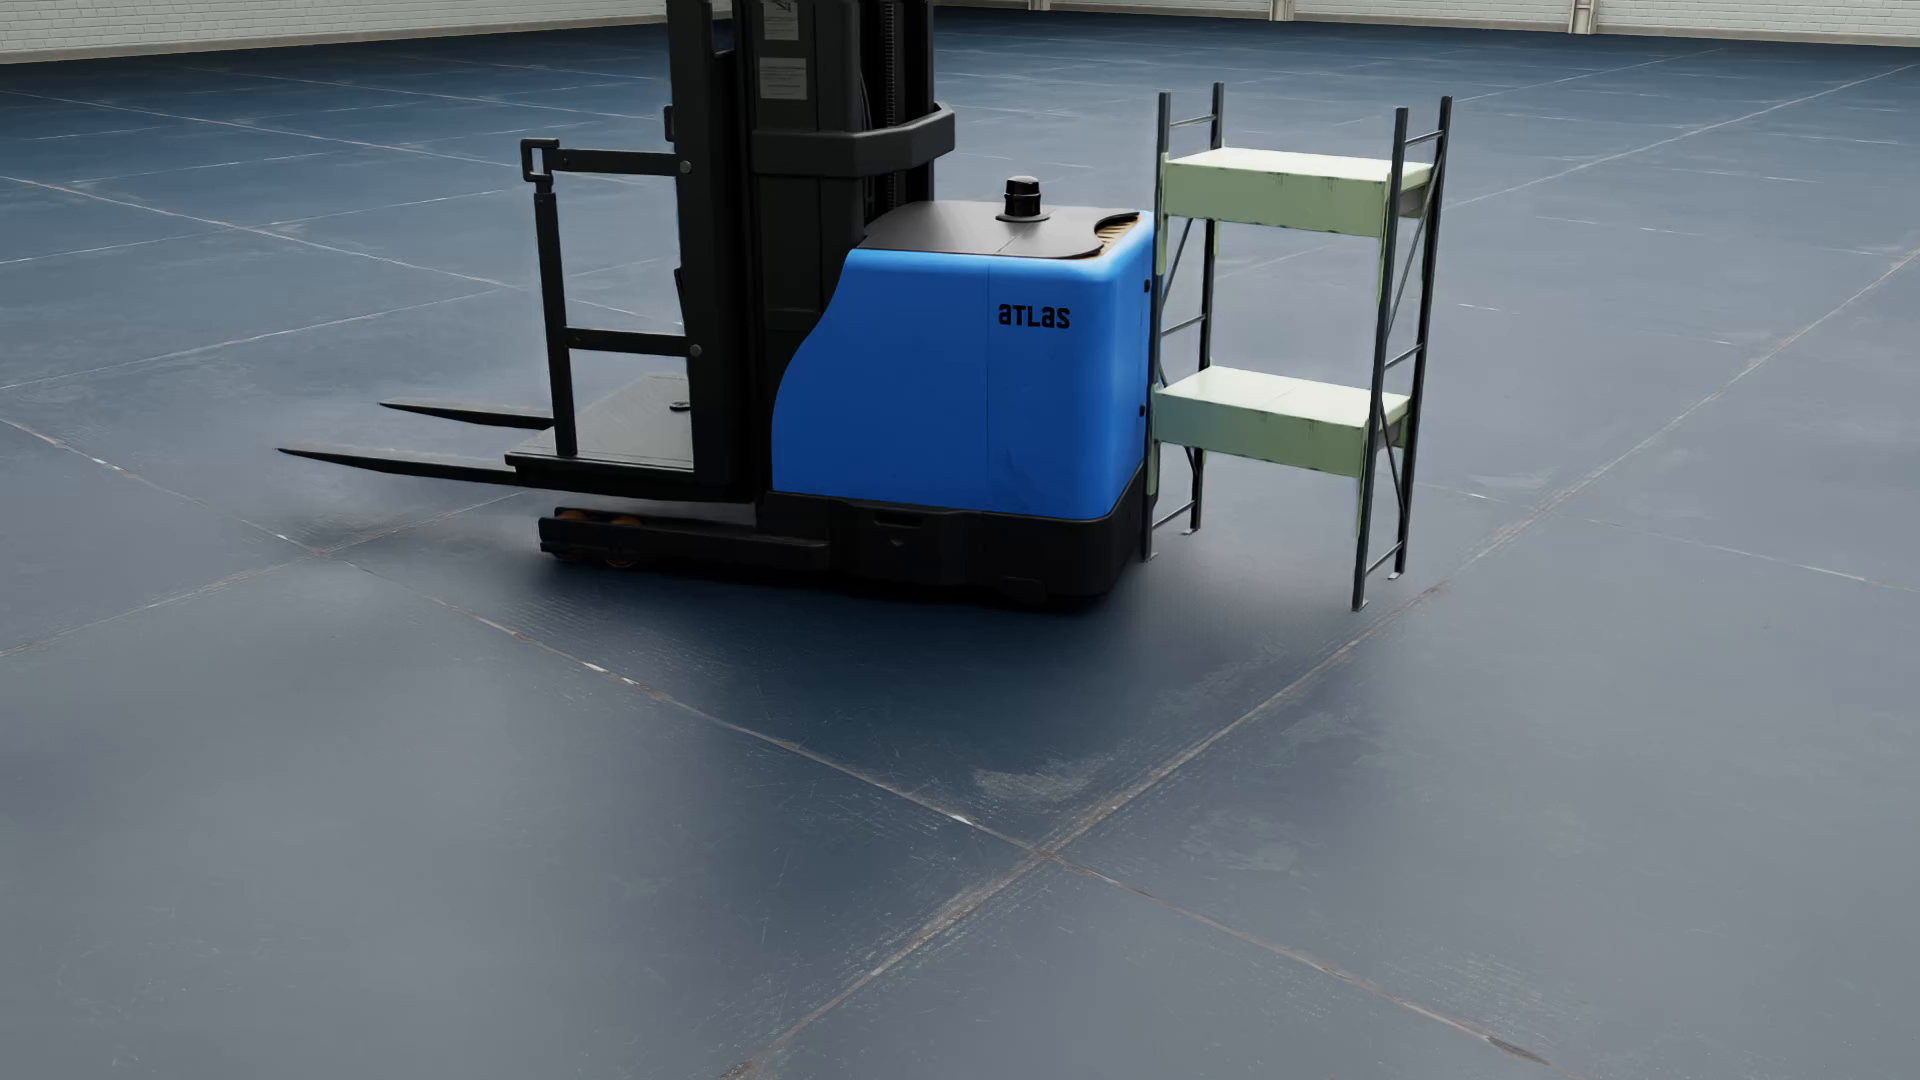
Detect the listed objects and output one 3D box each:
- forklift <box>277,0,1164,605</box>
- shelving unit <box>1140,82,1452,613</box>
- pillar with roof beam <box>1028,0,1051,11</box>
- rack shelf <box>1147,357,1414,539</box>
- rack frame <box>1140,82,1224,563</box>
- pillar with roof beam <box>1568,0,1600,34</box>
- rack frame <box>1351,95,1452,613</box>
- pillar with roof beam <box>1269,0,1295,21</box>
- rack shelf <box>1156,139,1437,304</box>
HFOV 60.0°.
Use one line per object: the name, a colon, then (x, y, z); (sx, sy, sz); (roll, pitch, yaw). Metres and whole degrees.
forklift: (-0.877, -1.451, 5.362); (3.031, 2.935, 1.130); (6, 21, 15)
shelving unit: (1.016, -0.613, 5.168); (0.755, 1.500, 0.431); (13, 25, 32)
pillar with roof beam: (-0.972, -14.709, 31.921); (0.400, 9.000, 9.100); (16, 26, 36)
rack shelf: (1.016, -0.308, 5.283); (0.720, 0.370, 0.431); (13, 25, 32)
rack frame: (0.713, -0.686, 5.361); (0.023, 1.500, 0.400); (13, 25, 32)
pillar with roof beam: (8.324, -12.032, 24.821); (0.400, 9.000, 9.100); (16, 26, 36)
rack frame: (1.319, -0.540, 4.976); (0.023, 1.500, 0.400); (13, 25, 32)
pillar with roof beam: (3.676, -13.371, 28.371); (0.400, 9.000, 9.100); (16, 26, 36)
rack shelf: (1.016, -0.978, 5.030); (0.720, 0.370, 0.431); (13, 25, 32)
